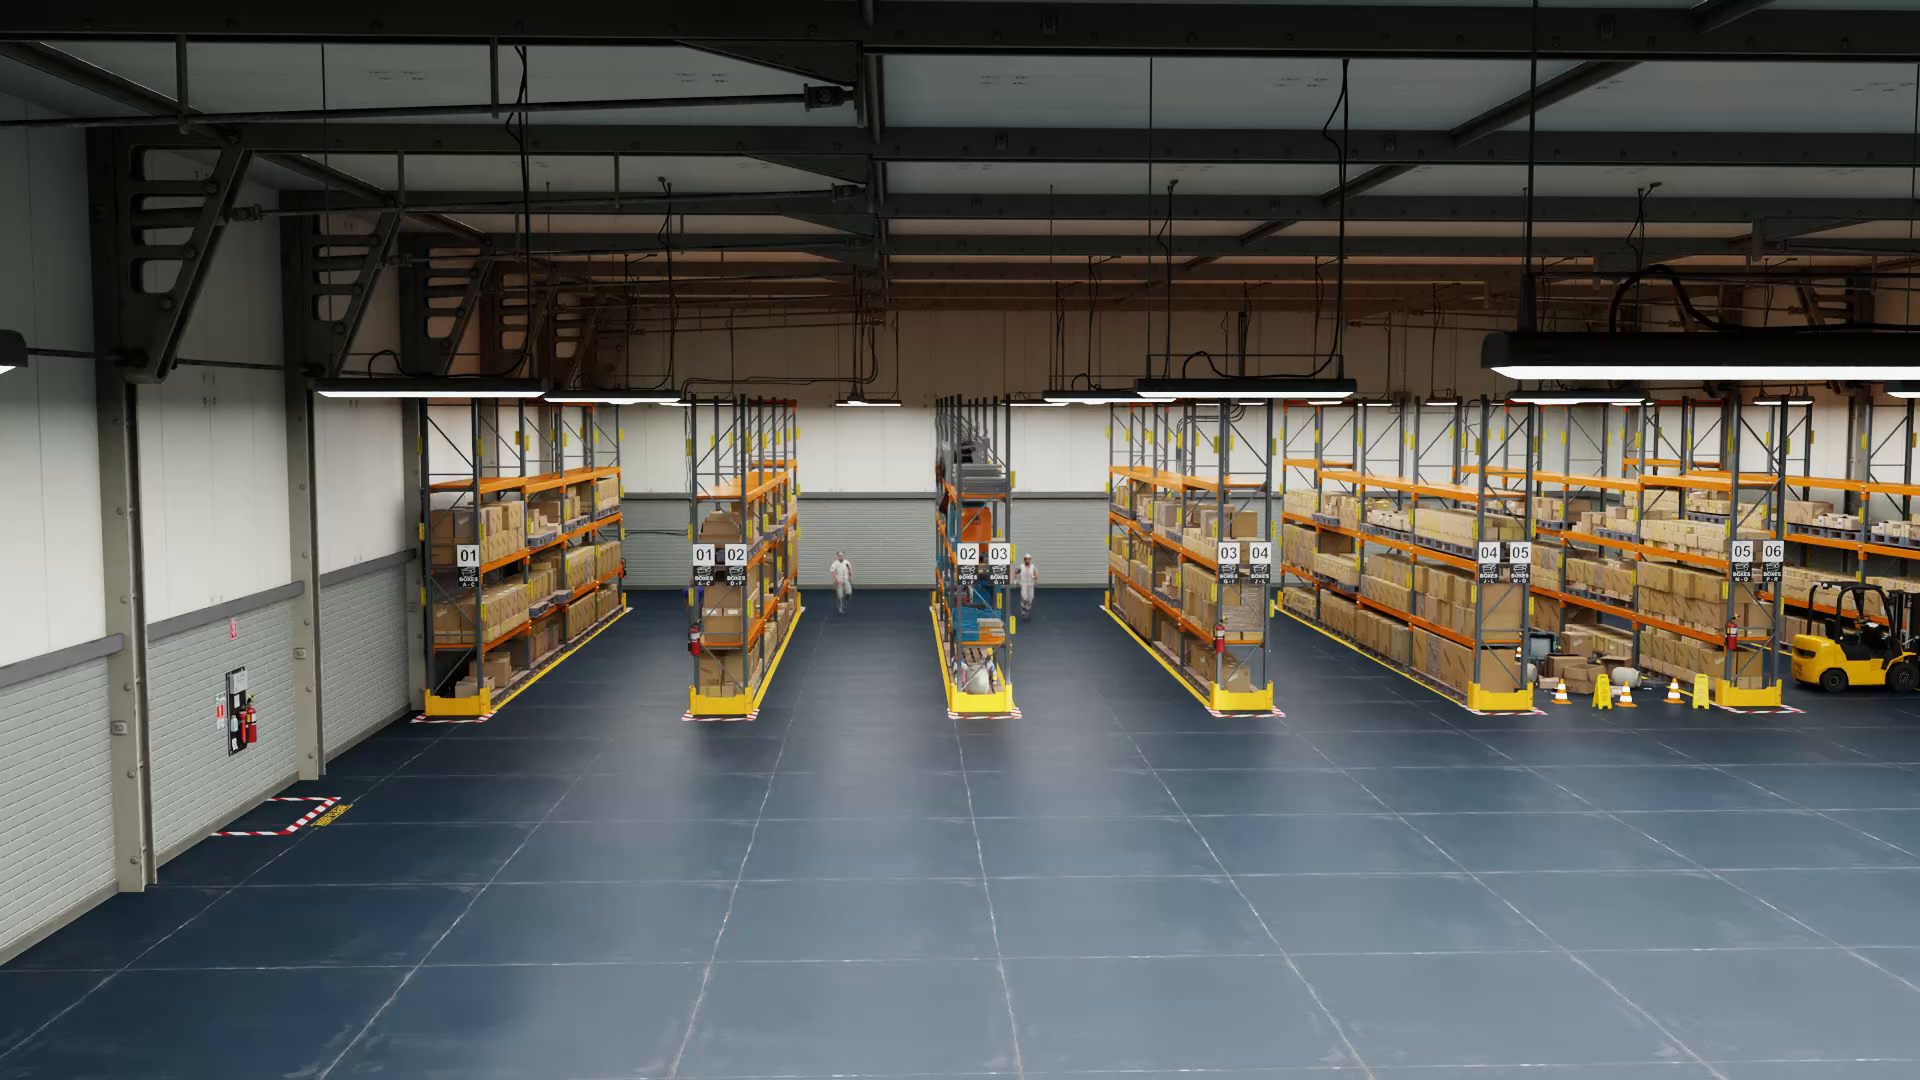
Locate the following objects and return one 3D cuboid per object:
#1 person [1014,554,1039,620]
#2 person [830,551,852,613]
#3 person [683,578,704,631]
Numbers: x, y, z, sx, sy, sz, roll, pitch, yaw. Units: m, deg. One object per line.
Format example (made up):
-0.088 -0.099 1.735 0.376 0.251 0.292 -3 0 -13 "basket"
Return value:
1.817 1.278 45.149 0.647 1.789 0.707 -1 5 -11 "person"
-3.313 1.173 46.796 0.661 1.749 0.551 -2 5 -22 "person"
-6.435 1.737 40.455 0.576 1.666 0.730 0 5 -3 "person"
